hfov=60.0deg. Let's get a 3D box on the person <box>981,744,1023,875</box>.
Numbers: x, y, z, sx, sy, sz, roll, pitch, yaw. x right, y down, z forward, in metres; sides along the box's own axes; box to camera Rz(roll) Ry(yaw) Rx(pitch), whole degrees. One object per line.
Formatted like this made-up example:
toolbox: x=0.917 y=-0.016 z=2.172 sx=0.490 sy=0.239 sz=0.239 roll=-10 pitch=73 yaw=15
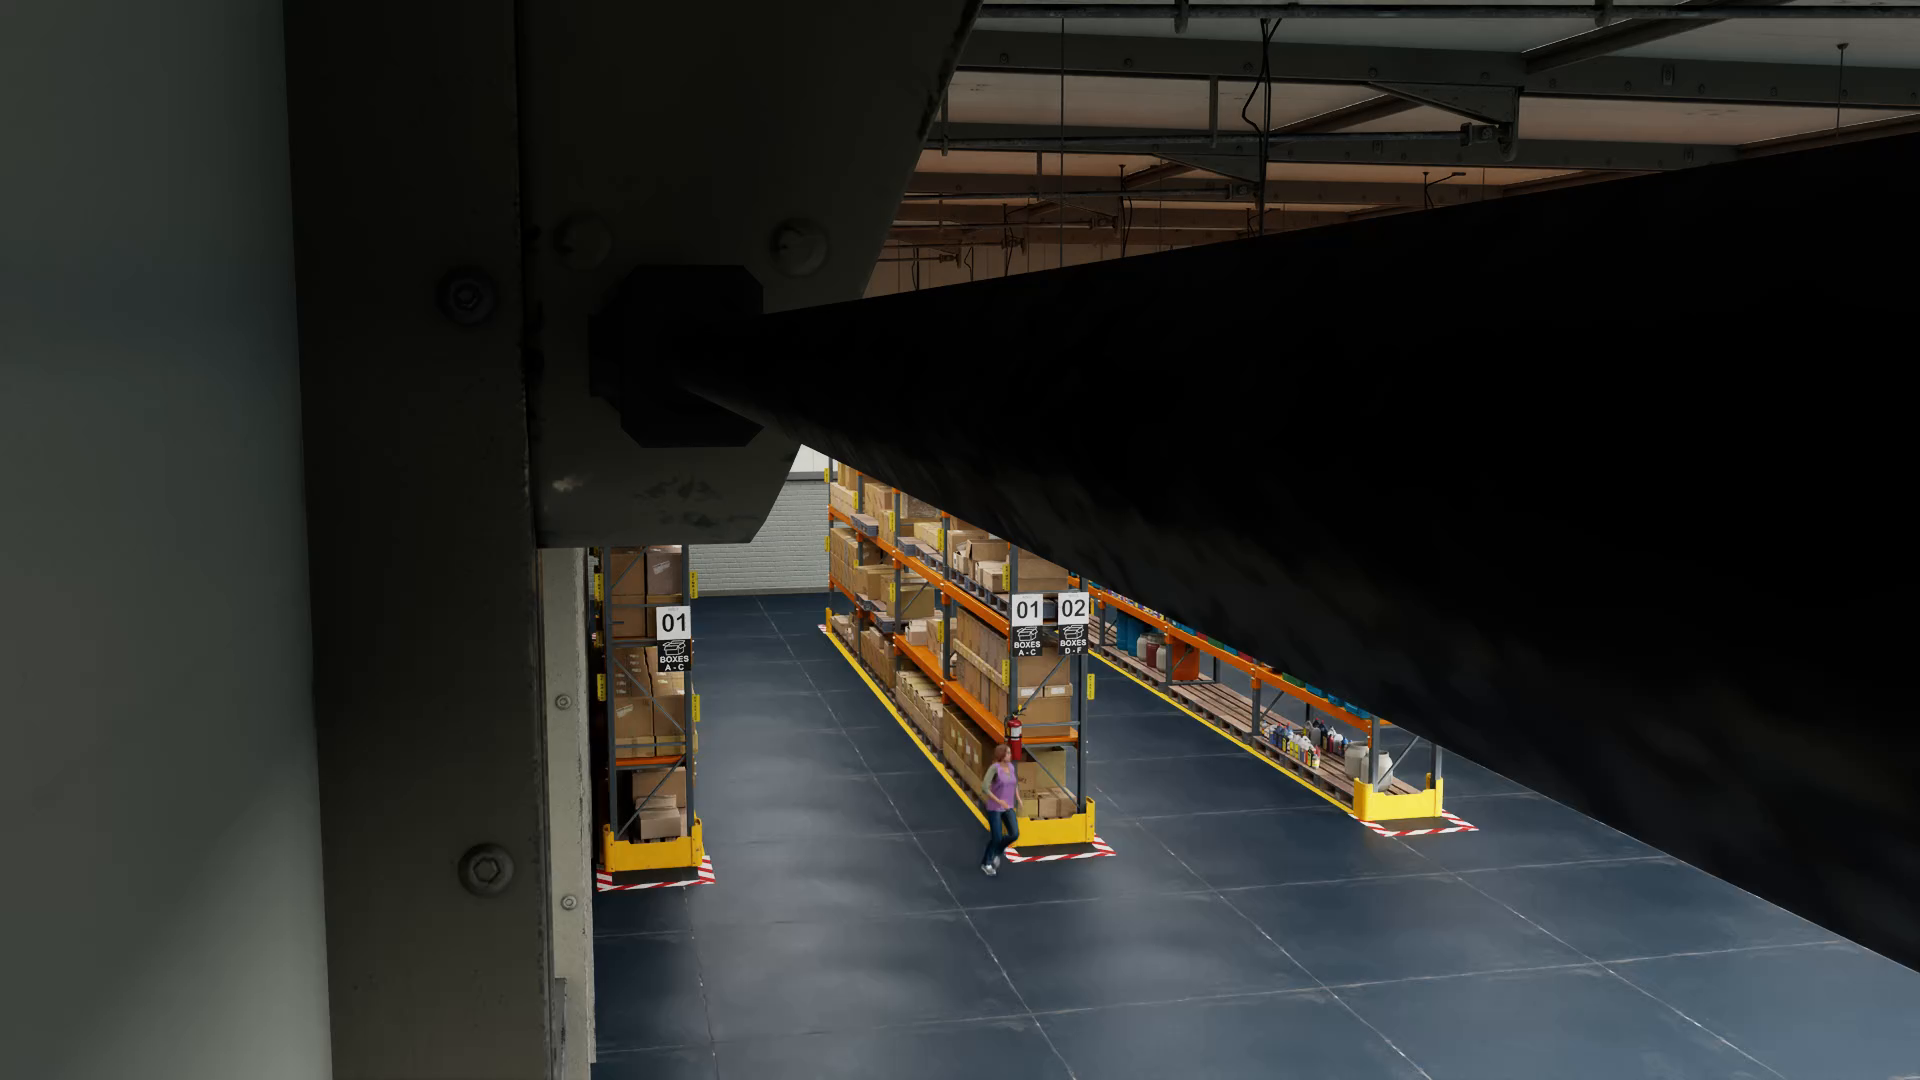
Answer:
person: x=0.524 y=3.215 z=19.838 sx=0.618 sy=1.557 sz=0.498 roll=-5 pitch=9 yaw=-38
